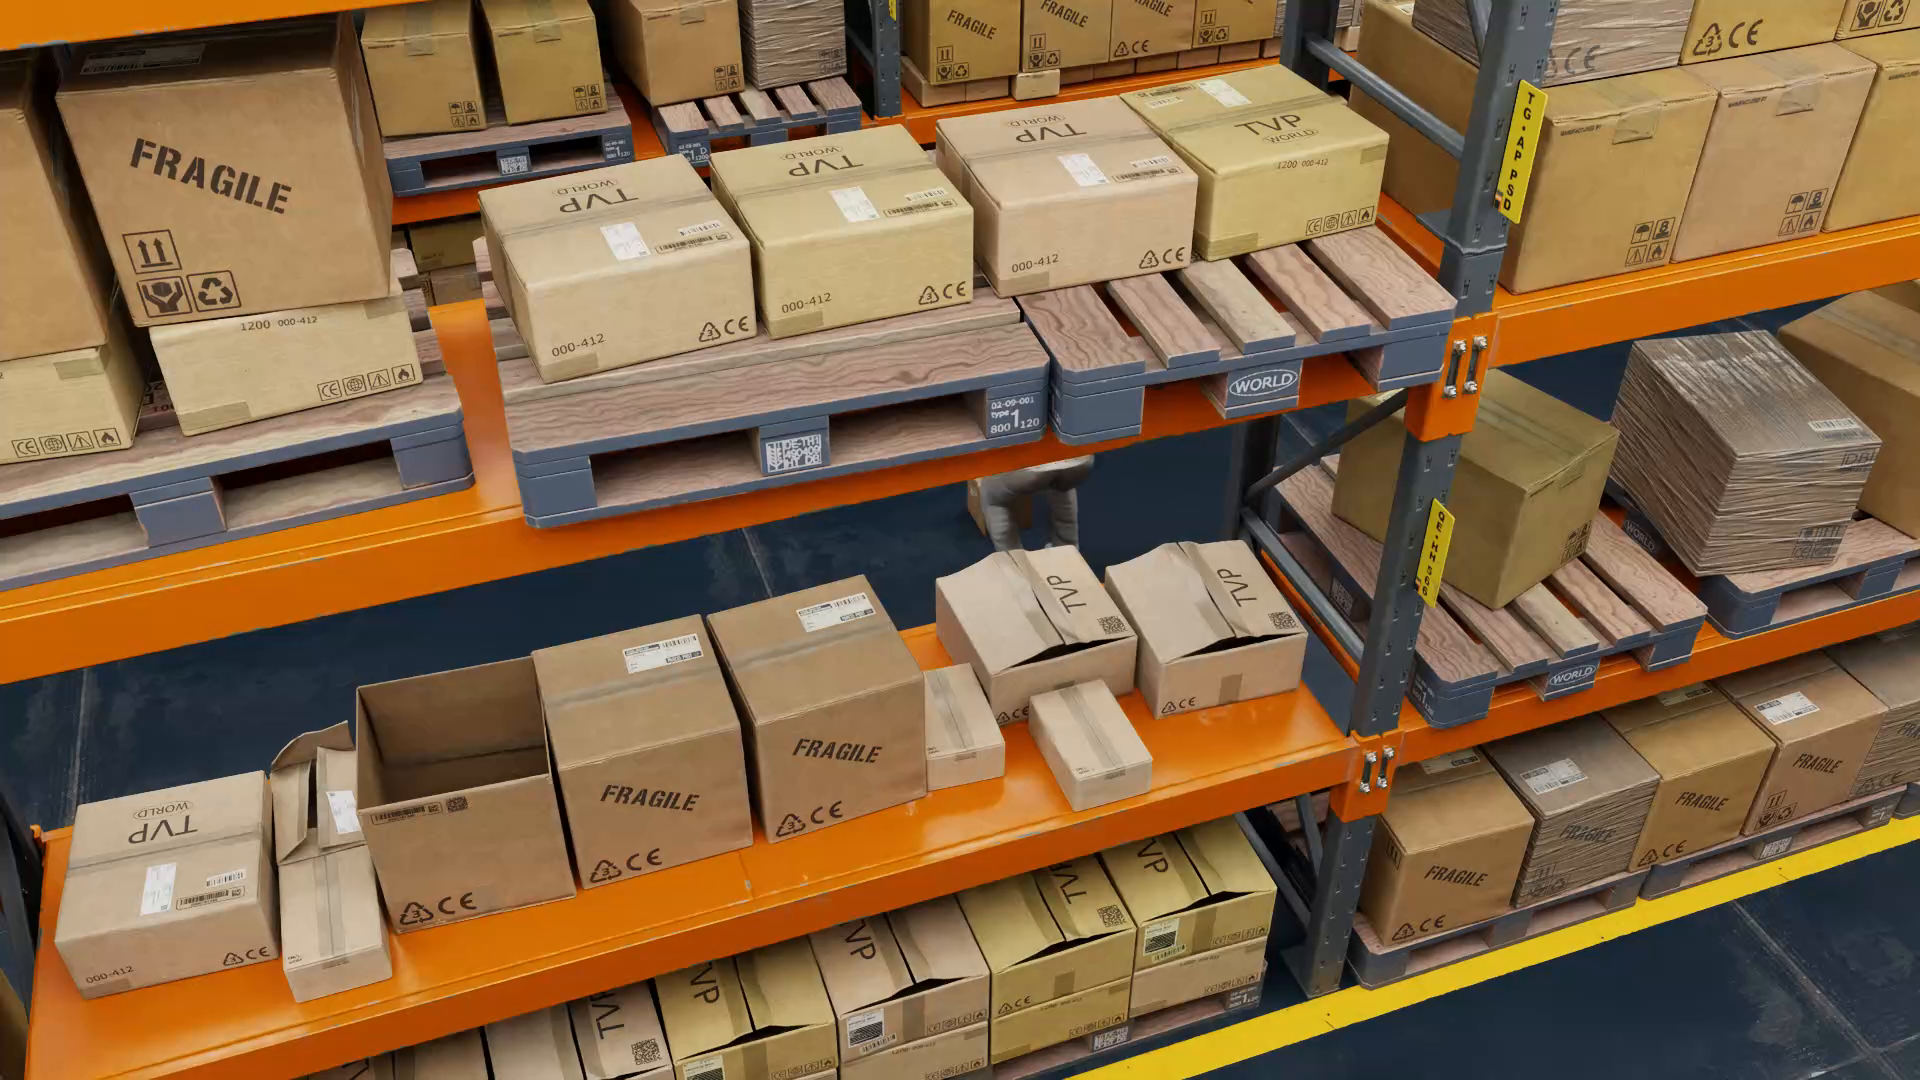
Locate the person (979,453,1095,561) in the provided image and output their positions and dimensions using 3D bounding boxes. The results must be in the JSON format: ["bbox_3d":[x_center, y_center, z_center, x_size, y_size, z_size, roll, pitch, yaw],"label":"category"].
[{"bbox_3d":[0.321,-0.439,7.457,0.519,1.542,0.591,-12,40,-15],"label":"person"}]
